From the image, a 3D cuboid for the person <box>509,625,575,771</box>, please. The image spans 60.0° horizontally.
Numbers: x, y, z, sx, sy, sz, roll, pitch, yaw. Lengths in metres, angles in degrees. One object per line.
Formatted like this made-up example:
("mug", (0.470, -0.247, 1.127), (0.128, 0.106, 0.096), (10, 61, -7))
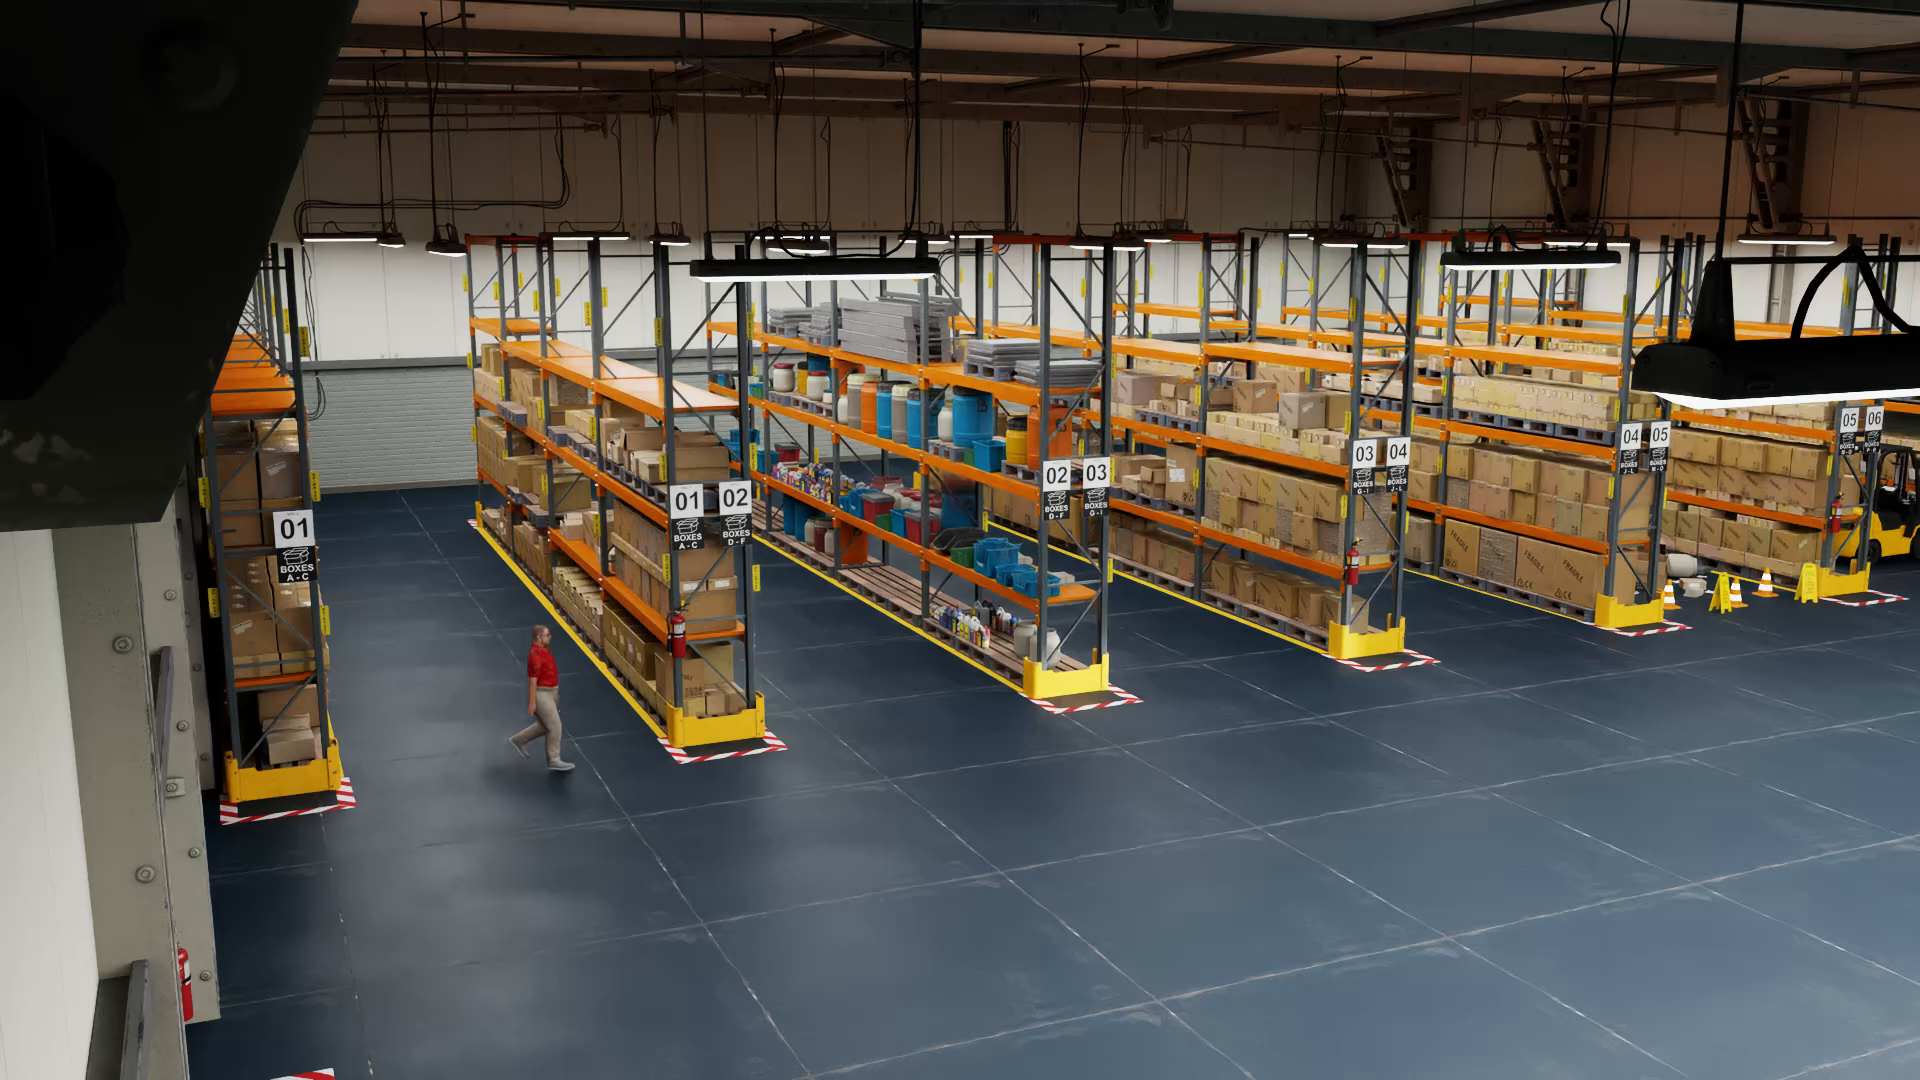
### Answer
("person", (-4.876, 1.808, 19.226), (0.814, 1.698, 0.565), (0, 11, 2))
